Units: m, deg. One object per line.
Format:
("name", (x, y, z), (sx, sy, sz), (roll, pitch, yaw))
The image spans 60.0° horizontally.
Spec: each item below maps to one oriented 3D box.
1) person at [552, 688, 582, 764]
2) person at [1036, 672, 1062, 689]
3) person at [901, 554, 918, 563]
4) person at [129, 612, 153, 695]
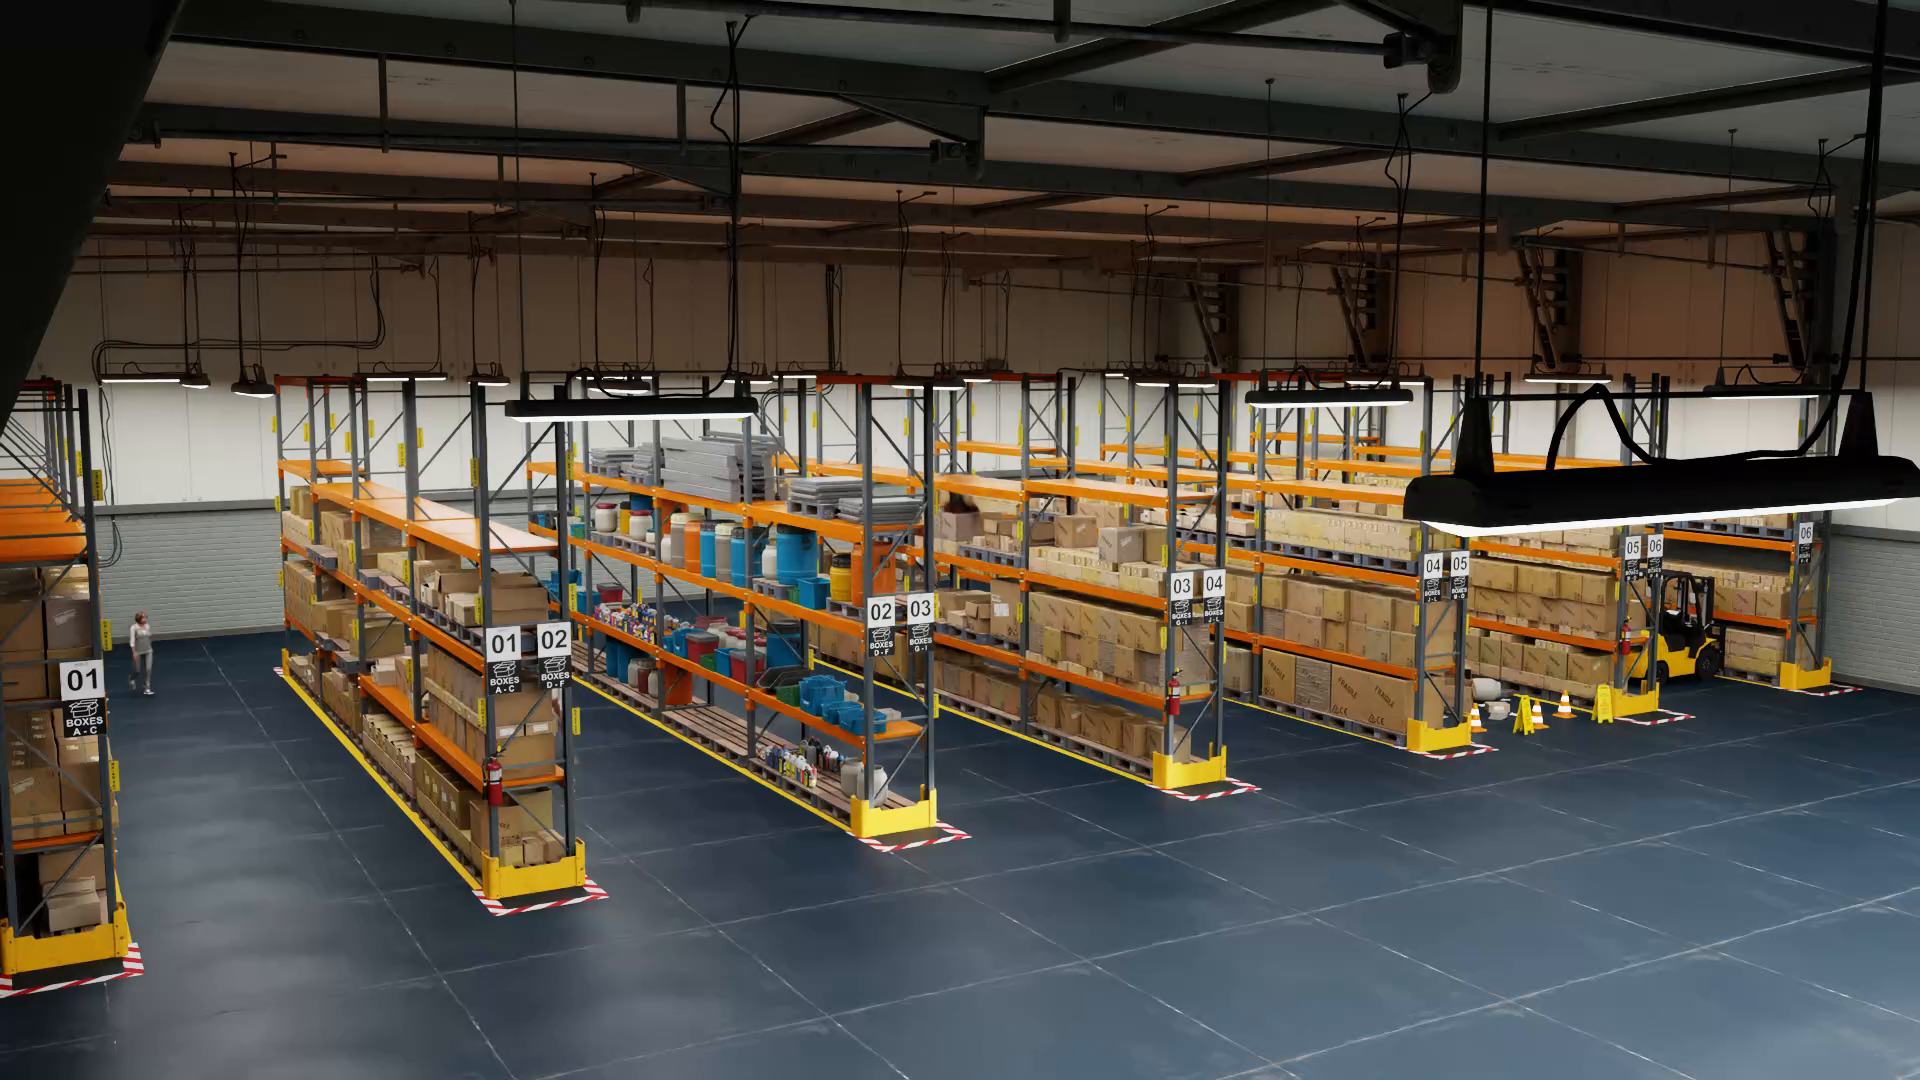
("person", (-6.205, 2.673, 25.773), (0.573, 1.793, 0.706), (1, 6, 13))
("person", (1.681, 1.978, 31.225), (0.534, 1.534, 0.911), (-3, 7, -28))
("person", (-1.280, 0.848, 42.322), (0.480, 1.680, 0.474), (2, 7, 19))
("person", (-15.412, 2.120, 31.304), (0.413, 1.565, 0.618), (-5, 8, -37))
